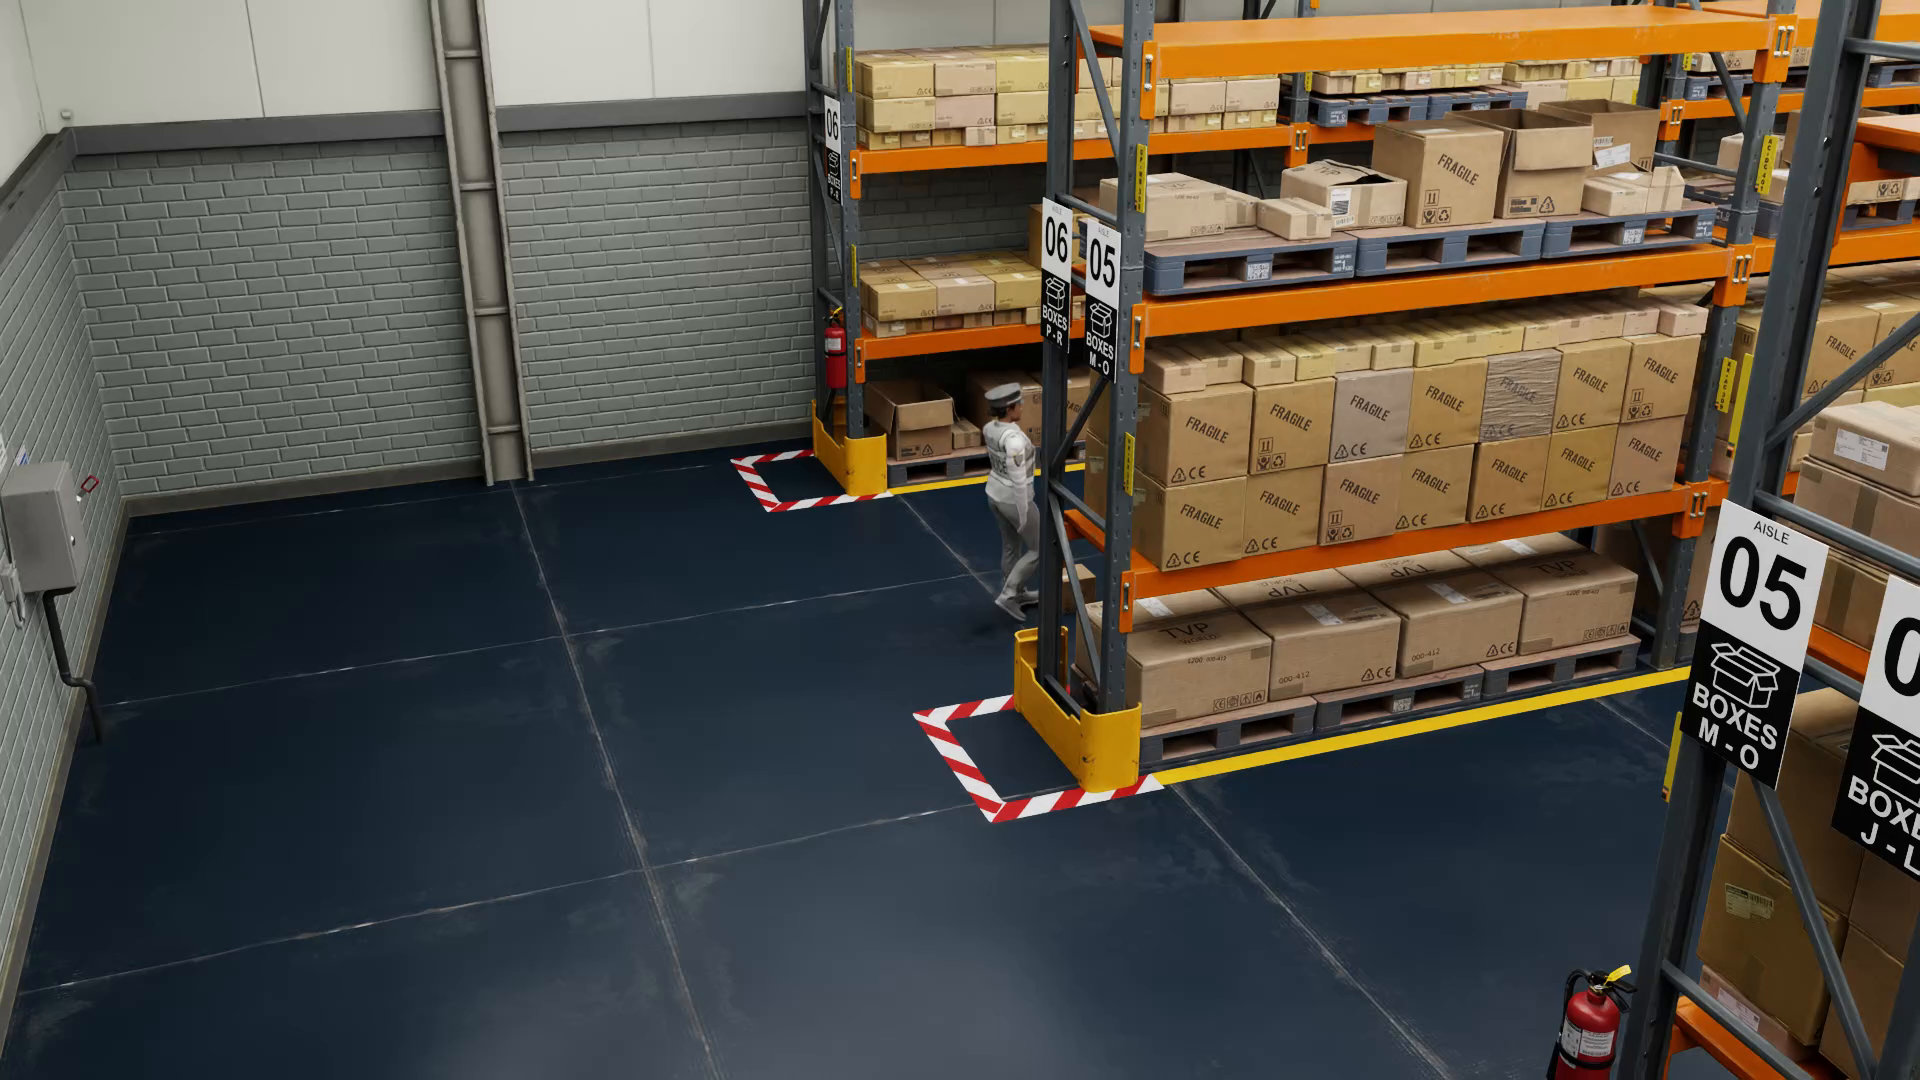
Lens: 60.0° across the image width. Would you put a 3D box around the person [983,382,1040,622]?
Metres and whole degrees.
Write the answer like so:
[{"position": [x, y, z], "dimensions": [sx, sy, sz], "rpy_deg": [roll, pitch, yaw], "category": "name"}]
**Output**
[{"position": [0.406, -0.273, 11.413], "dimensions": [0.508, 1.687, 0.508], "rpy_deg": [-11, 25, -25], "category": "person"}]
